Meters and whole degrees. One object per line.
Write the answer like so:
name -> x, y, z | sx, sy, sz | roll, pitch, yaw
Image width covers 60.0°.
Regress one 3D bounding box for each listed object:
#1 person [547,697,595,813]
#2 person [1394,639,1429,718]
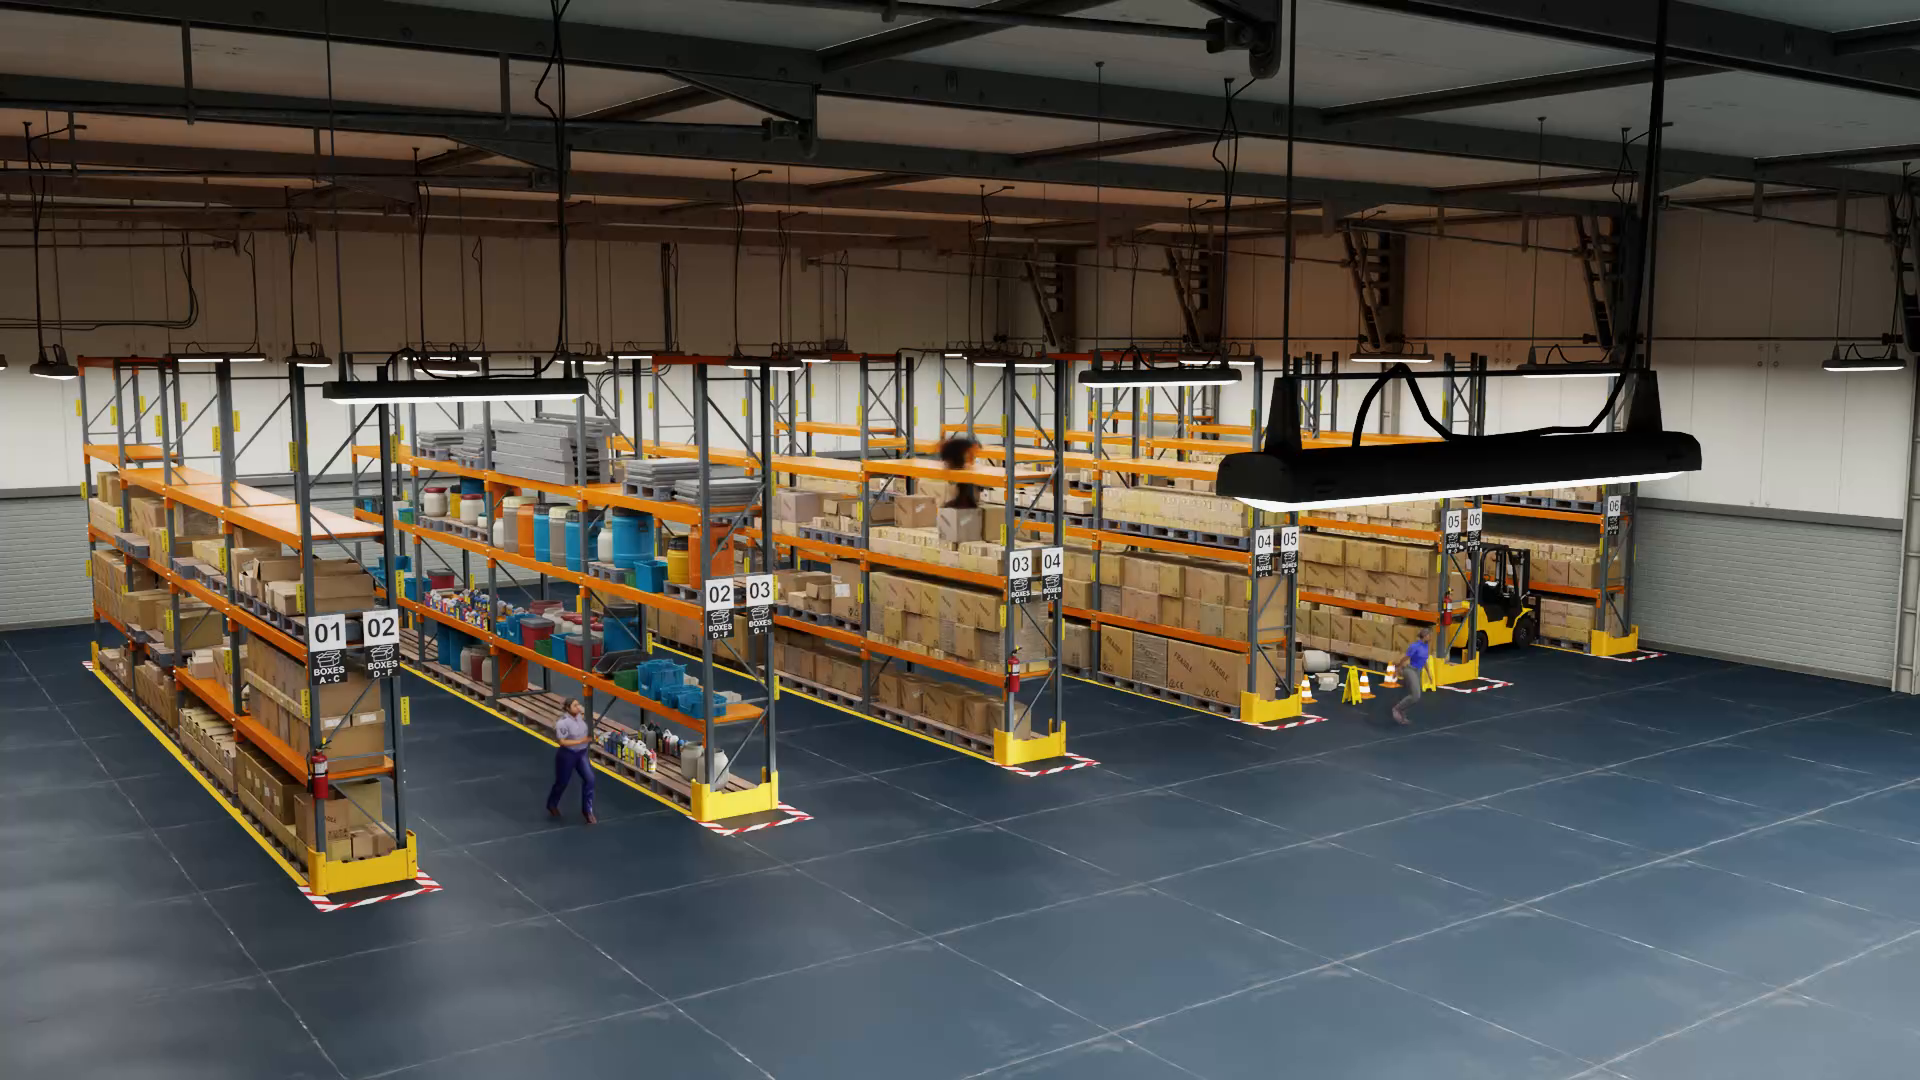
person -> -5.085, 2.800, 21.751 | 0.812, 1.537, 0.555 | 5, 9, 36
person -> 7.446, 2.281, 27.380 | 0.474, 1.348, 0.513 | 5, 9, 36
